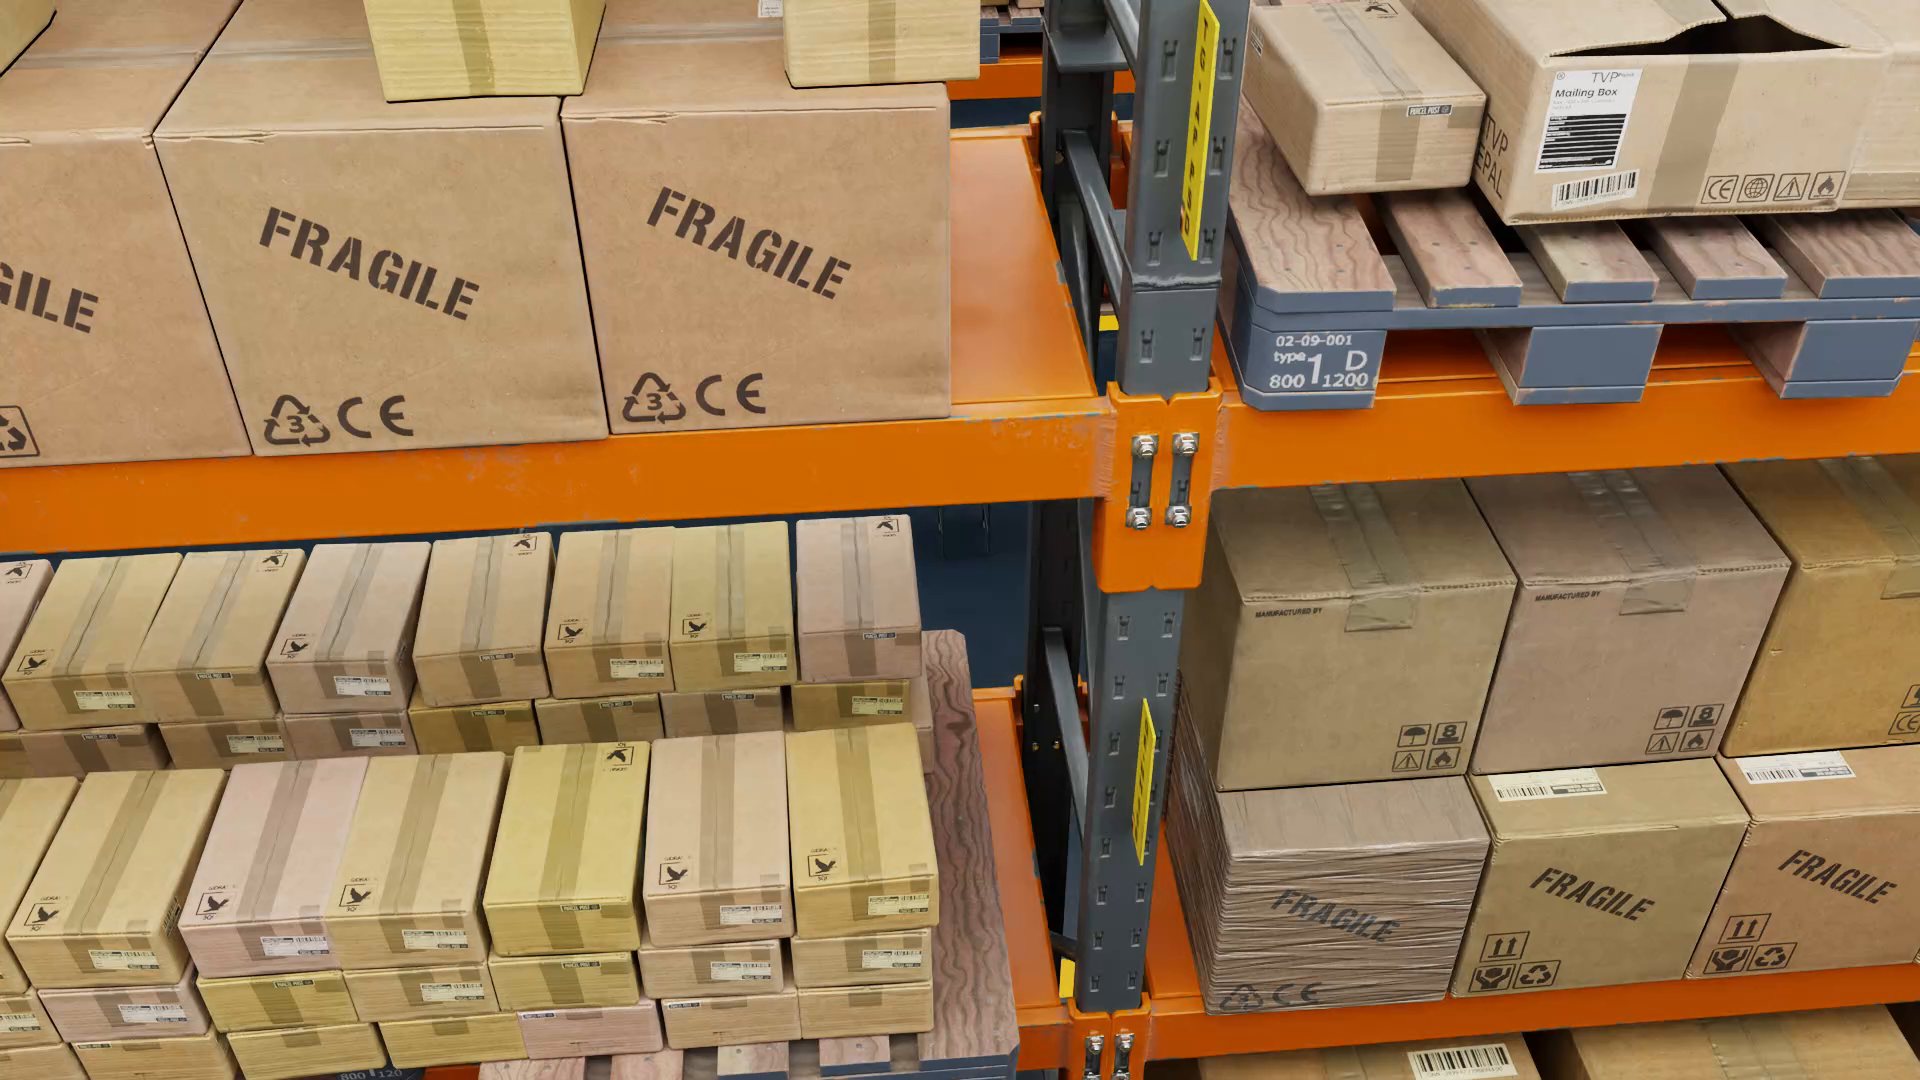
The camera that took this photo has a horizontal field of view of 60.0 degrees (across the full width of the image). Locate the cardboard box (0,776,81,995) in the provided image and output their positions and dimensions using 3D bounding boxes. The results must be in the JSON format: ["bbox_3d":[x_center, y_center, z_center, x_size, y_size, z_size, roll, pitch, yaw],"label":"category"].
[{"bbox_3d":[-1.732,0.609,2.940,0.250,0.149,0.380,-2,38,-3],"label":"cardboard box"}]

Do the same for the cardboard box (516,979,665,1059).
[{"bbox_3d":[-0.691,0.787,3.195,0.250,0.149,0.380,-3,38,-3],"label":"cardboard box"}]

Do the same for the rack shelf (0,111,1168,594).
[{"bbox_3d":[-1.729,-0.270,2.830,4.000,0.370,1.077,-3,38,-4],"label":"rack shelf"}]

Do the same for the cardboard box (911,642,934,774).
[{"bbox_3d":[-0.201,0.349,3.750,0.250,0.149,0.380,-4,38,-5],"label":"cardboard box"}]

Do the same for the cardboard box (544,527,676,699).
[{"bbox_3d":[-0.727,0.149,3.524,0.250,0.149,0.380,-3,38,-4],"label":"cardboard box"}]

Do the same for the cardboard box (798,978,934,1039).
[{"bbox_3d":[-0.188,0.760,3.229,0.250,0.149,0.380,-3,38,-3],"label":"cardboard box"}]

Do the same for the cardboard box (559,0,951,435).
[{"bbox_3d":[-0.283,-0.513,2.477,0.500,0.500,0.500,-3,38,-4],"label":"cardboard box"}]

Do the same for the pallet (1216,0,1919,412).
[{"bbox_3d":[0.900,-0.656,2.891,1.003,0.211,1.213,-1,38,-2],"label":"pallet"}]

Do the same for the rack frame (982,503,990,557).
[{"bbox_3d":[0.106,-0.477,6.386,0.006,1.200,0.240,-3,38,-4],"label":"rack frame"}]

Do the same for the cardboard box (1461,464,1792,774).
[{"bbox_3d":[1.215,0.037,3.394,0.500,0.500,0.700,-4,38,-5],"label":"cardboard box"}]

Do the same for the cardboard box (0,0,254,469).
[{"bbox_3d":[-1.279,-0.453,2.400,0.500,0.500,0.500,-3,38,-4],"label":"cardboard box"}]

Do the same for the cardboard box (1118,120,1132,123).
[{"bbox_3d":[1.022,-1.737,8.312,0.625,0.372,0.950,-4,38,-5],"label":"cardboard box"}]

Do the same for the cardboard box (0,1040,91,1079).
[{"bbox_3d":[-1.737,0.844,3.122,0.250,0.149,0.380,-5,39,-6],"label":"cardboard box"}]

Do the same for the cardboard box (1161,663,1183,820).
[{"bbox_3d":[0.688,0.286,3.885,0.500,0.500,0.500,-3,38,-4],"label":"cardboard box"}]

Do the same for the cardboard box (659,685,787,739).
[{"bbox_3d":[-0.506,0.251,3.634,0.250,0.149,0.380,-1,38,-2],"label":"cardboard box"}]

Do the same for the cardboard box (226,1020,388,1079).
[{"bbox_3d":[-1.208,0.814,3.161,0.250,0.149,0.380,-5,39,-6],"label":"cardboard box"}]

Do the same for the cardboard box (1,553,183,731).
[{"bbox_3d":[-1.772,0.206,3.451,0.250,0.149,0.380,-4,38,-5],"label":"cardboard box"}]

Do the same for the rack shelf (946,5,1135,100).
[{"bbox_3d":[1.716,-2.360,7.901,4.000,0.370,1.077,-3,38,-4],"label":"rack shelf"}]

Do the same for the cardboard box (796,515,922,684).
[{"bbox_3d":[-0.219,0.122,3.558,0.250,0.149,0.380,-3,38,-4],"label":"cardboard box"}]

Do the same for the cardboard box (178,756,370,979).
[{"bbox_3d":[-1.202,0.579,2.978,0.250,0.149,0.380,-3,38,-4],"label":"cardboard box"}]

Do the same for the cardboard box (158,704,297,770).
[{"bbox_3d":[-1.519,0.307,3.563,0.250,0.149,0.380,-3,38,-4],"label":"cardboard box"}]

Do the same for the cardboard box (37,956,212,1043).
[{"bbox_3d":[-1.473,0.713,3.049,0.250,0.149,0.380,-2,38,-3],"label":"cardboard box"}]

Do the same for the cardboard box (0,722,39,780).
[{"bbox_3d":[-2.030,0.334,3.529,0.250,0.149,0.380,-3,38,-4],"label":"cardboard box"}]

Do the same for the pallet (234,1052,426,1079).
[{"bbox_3d":[-1.705,0.725,3.565,1.213,0.211,1.003,-3,38,-4],"label":"pallet"}]

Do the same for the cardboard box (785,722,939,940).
[{"bbox_3d":[-0.185,0.525,3.046,0.250,0.149,0.380,-5,39,-6],"label":"cardboard box"}]

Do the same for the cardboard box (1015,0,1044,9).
[{"bbox_3d":[0.349,-2.497,7.357,0.250,0.149,0.380,-5,39,-7],"label":"cardboard box"}]

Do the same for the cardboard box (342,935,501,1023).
[{"bbox_3d":[-0.966,0.686,3.083,0.250,0.149,0.380,-3,38,-4],"label":"cardboard box"}]

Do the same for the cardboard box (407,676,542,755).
[{"bbox_3d":[-1.023,0.282,3.595,0.250,0.149,0.380,-3,38,-4],"label":"cardboard box"}]

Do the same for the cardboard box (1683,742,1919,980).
[{"bbox_3d":[1.743,0.561,3.537,0.500,0.500,0.500,-3,38,-4],"label":"cardboard box"}]

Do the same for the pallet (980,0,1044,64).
[{"bbox_3d":[0.424,-2.563,7.731,1.003,0.211,1.213,-3,38,-4],"label":"pallet"}]

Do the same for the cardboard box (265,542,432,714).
[{"bbox_3d":[-1.260,0.179,3.485,0.250,0.149,0.380,-1,38,-2],"label":"cardboard box"}]

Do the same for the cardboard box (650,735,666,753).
[{"bbox_3d":[-0.737,0.379,3.712,0.250,0.149,0.380,-1,38,-2],"label":"cardboard box"}]

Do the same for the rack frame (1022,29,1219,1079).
[{"bbox_3d":[0.263,0.515,3.675,0.127,3.000,1.000,-3,38,-4],"label":"rack frame"}]

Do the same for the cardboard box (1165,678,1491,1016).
[{"bbox_3d":[0.734,0.618,3.464,0.500,0.500,0.500,-3,38,-3],"label":"cardboard box"}]

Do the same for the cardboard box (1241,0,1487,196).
[{"bbox_3d":[0.610,-0.687,2.561,0.250,0.149,0.380,-5,39,-6],"label":"cardboard box"}]

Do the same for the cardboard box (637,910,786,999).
[{"bbox_3d":[-0.455,0.656,3.120,0.250,0.149,0.380,-2,38,-2],"label":"cardboard box"}]

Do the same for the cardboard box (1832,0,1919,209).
[{"bbox_3d":[1.502,-0.739,2.545,0.500,0.250,0.500,-2,38,-3],"label":"cardboard box"}]

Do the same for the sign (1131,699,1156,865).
[{"bbox_3d":[0.320,0.426,2.917,0.005,0.325,0.100,-3,38,-4],"label":"sign"}]

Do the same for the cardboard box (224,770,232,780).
[{"bbox_3d":[-1.521,0.423,3.656,0.250,0.149,0.380,-3,38,-3],"label":"cardboard box"}]

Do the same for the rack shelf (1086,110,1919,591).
[{"bbox_3d":[2.255,-0.489,3.108,4.000,0.370,1.077,-3,38,-4],"label":"rack shelf"}]

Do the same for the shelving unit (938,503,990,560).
[{"bbox_3d":[0.014,-0.472,6.379,0.189,1.200,0.258,-3,38,-4],"label":"shelving unit"}]

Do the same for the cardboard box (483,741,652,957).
[{"bbox_3d":[-0.696,0.552,3.012,0.250,0.149,0.380,-2,38,-3],"label":"cardboard box"}]

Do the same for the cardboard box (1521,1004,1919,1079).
[{"bbox_3d":[1.748,1.206,4.277,0.750,0.750,1.050,-3,38,-3],"label":"cardboard box"}]

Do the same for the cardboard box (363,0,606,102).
[{"bbox_3d":[-0.626,-0.782,2.199,0.258,0.266,0.396,-3,38,-4],"label":"cardboard box"}]
